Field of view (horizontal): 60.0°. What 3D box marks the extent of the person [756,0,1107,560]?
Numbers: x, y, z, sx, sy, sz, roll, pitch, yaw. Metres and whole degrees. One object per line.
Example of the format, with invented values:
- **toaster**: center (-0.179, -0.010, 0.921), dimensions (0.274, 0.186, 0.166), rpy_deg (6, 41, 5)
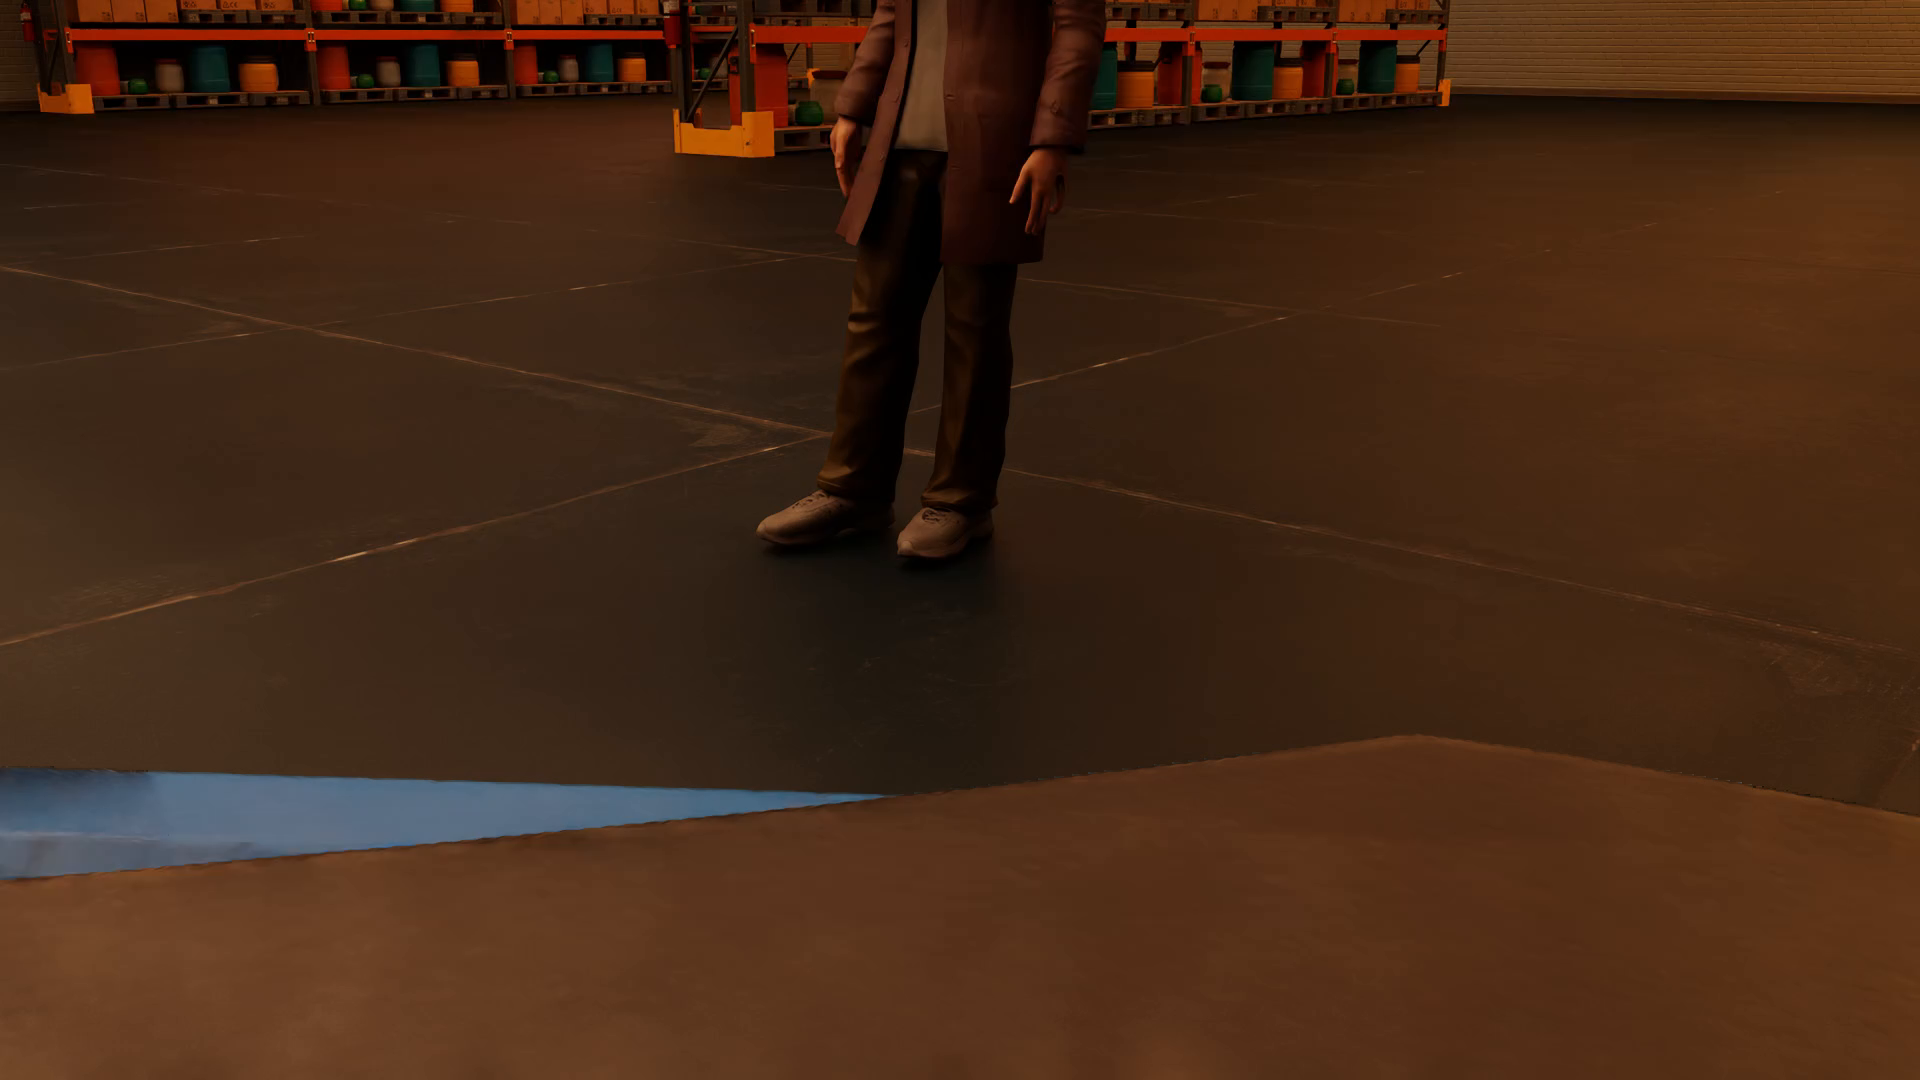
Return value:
- **person**: center (-0.062, -0.837, 3.616), dimensions (0.696, 1.777, 0.579), rpy_deg (13, 21, 37)
